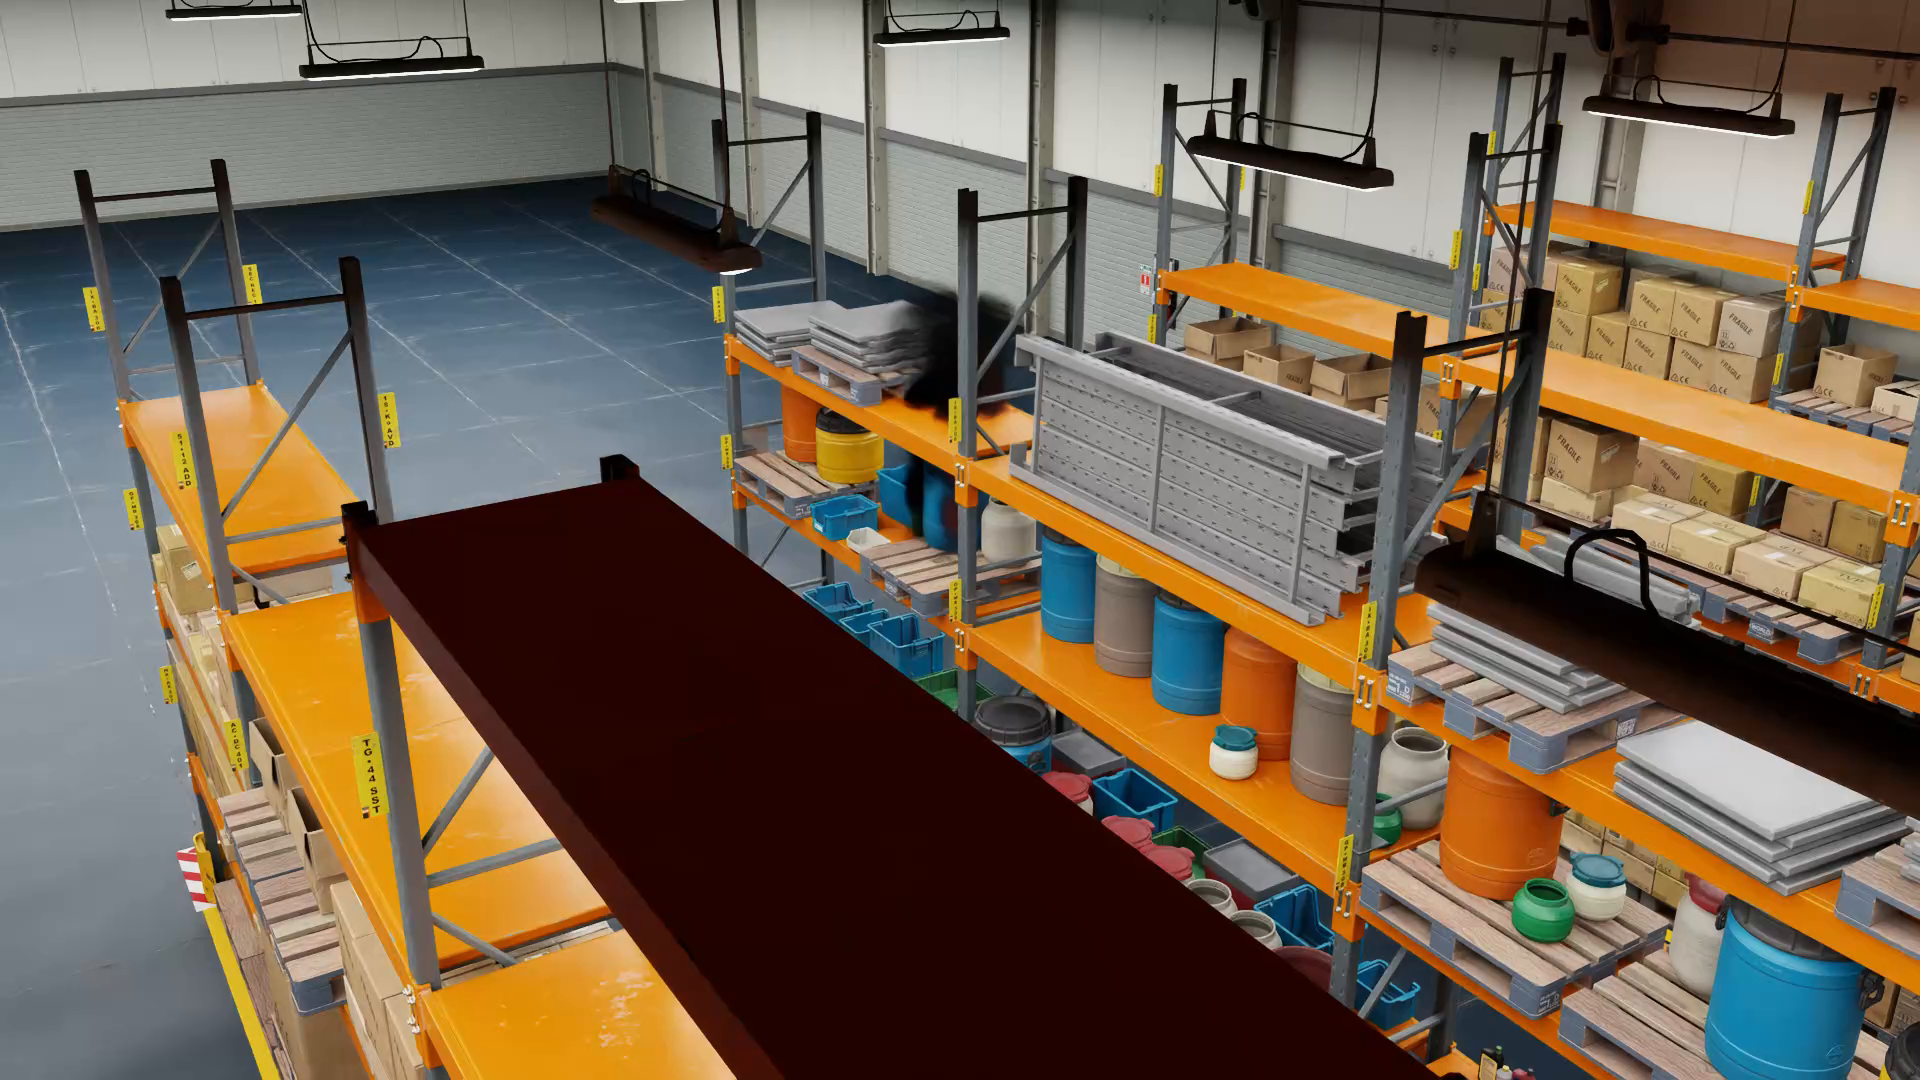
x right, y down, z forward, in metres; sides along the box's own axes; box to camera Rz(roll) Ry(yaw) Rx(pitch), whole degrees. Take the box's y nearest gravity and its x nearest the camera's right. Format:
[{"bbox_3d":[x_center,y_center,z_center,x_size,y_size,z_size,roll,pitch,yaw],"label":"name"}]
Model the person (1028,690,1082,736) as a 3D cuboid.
[{"bbox_3d":[1.093,1.550,15.281,0.972,1.706,0.471,3,22,7],"label":"person"}]
